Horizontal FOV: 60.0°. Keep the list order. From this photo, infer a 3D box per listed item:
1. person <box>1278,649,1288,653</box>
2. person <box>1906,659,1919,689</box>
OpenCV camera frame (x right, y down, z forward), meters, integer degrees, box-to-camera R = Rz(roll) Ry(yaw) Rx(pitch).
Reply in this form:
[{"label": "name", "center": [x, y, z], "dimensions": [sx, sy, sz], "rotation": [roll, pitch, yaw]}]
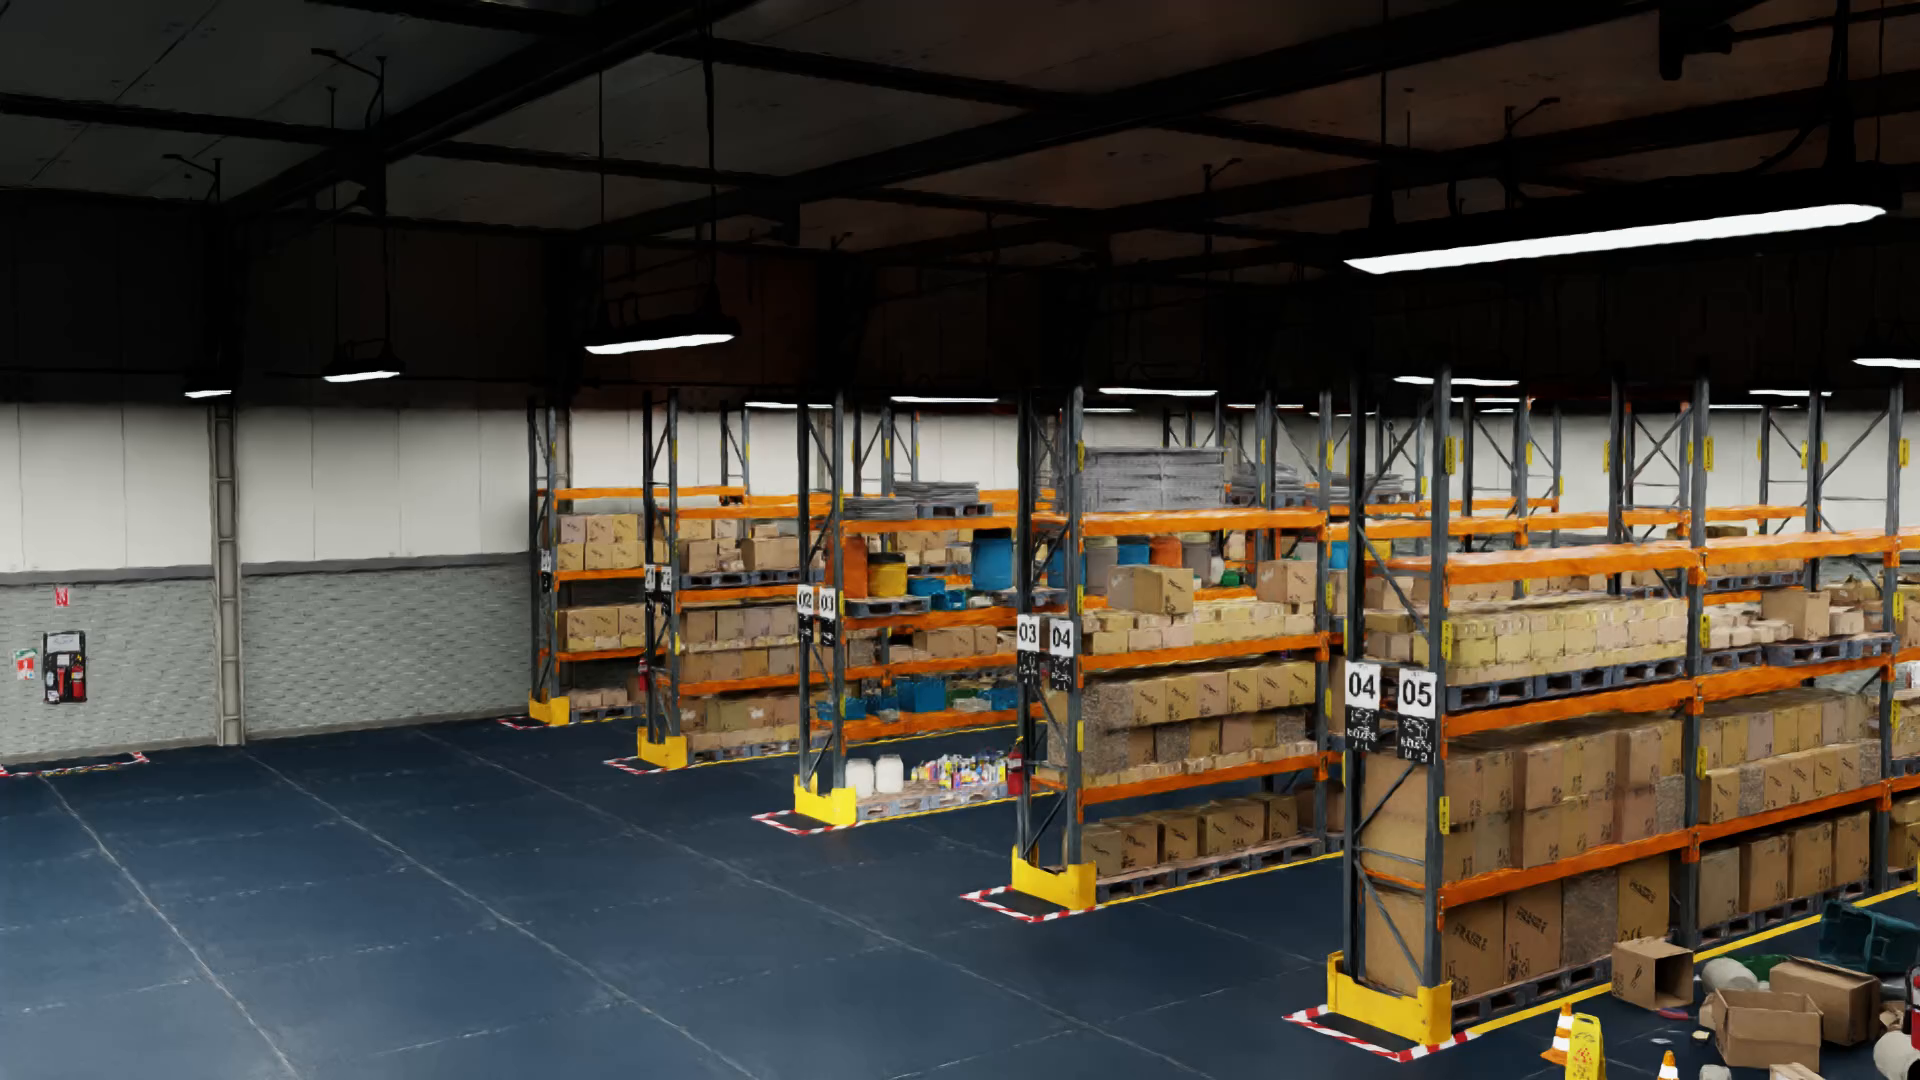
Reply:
[{"label": "person", "center": [6.345, 2.479, 32.443], "dimensions": [1.036, 1.521, 0.417], "rotation": [-2, 4, -33]}, {"label": "person", "center": [16.795, 2.594, 29.023], "dimensions": [1.132, 1.675, 0.543], "rotation": [-3, 4, -38]}]
